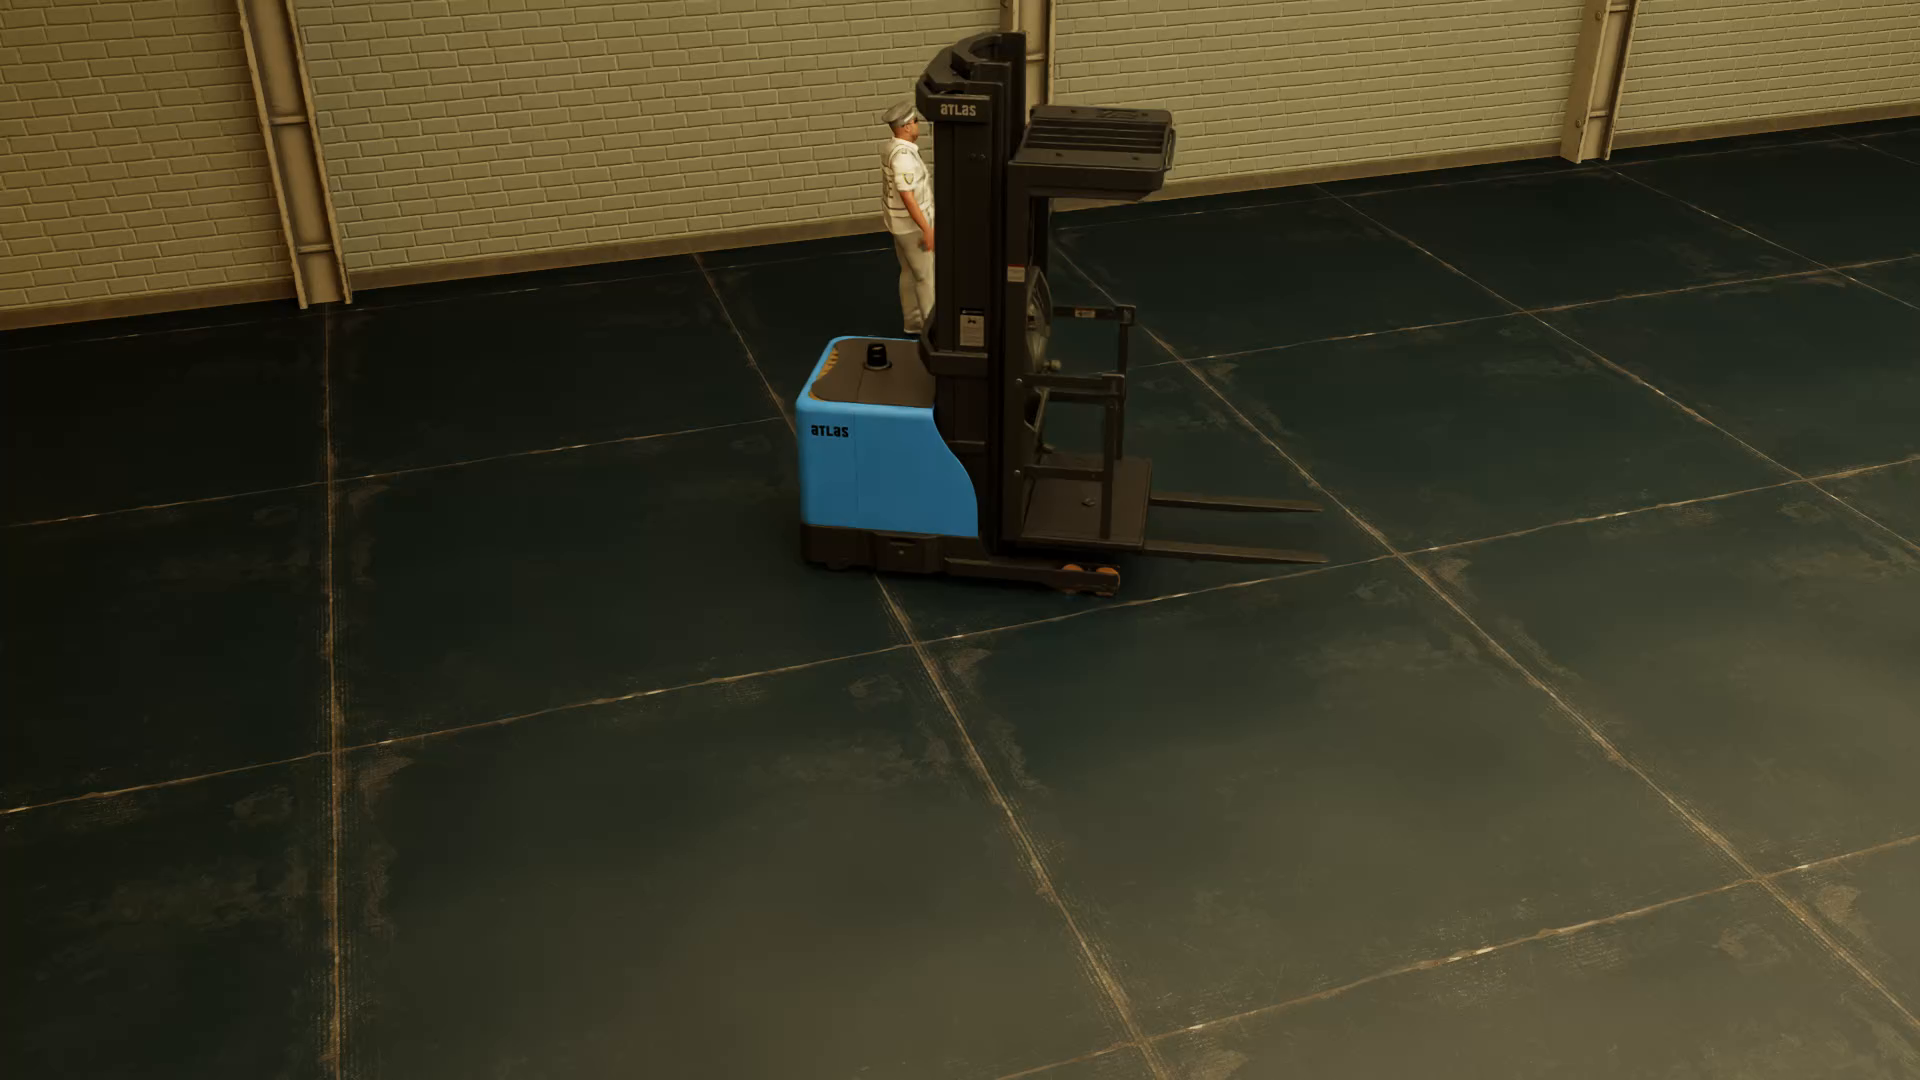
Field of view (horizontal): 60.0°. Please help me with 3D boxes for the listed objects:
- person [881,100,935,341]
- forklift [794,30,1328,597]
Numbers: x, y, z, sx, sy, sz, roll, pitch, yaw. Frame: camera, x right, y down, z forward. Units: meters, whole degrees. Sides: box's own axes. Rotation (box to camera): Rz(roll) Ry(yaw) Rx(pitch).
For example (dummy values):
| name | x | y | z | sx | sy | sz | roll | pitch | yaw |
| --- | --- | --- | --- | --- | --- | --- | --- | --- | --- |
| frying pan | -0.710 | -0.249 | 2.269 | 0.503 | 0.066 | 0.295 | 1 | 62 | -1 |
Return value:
| name | x | y | z | sx | sy | sz | roll | pitch | yaw |
| --- | --- | --- | --- | --- | --- | --- | --- | --- | --- |
| person | -0.276 | -2.360 | 12.327 | 0.576 | 1.781 | 0.638 | -8 | 31 | -14 |
| forklift | 0.625 | -1.233 | 9.230 | 3.031 | 2.935 | 1.130 | 4 | 30 | 8 |
